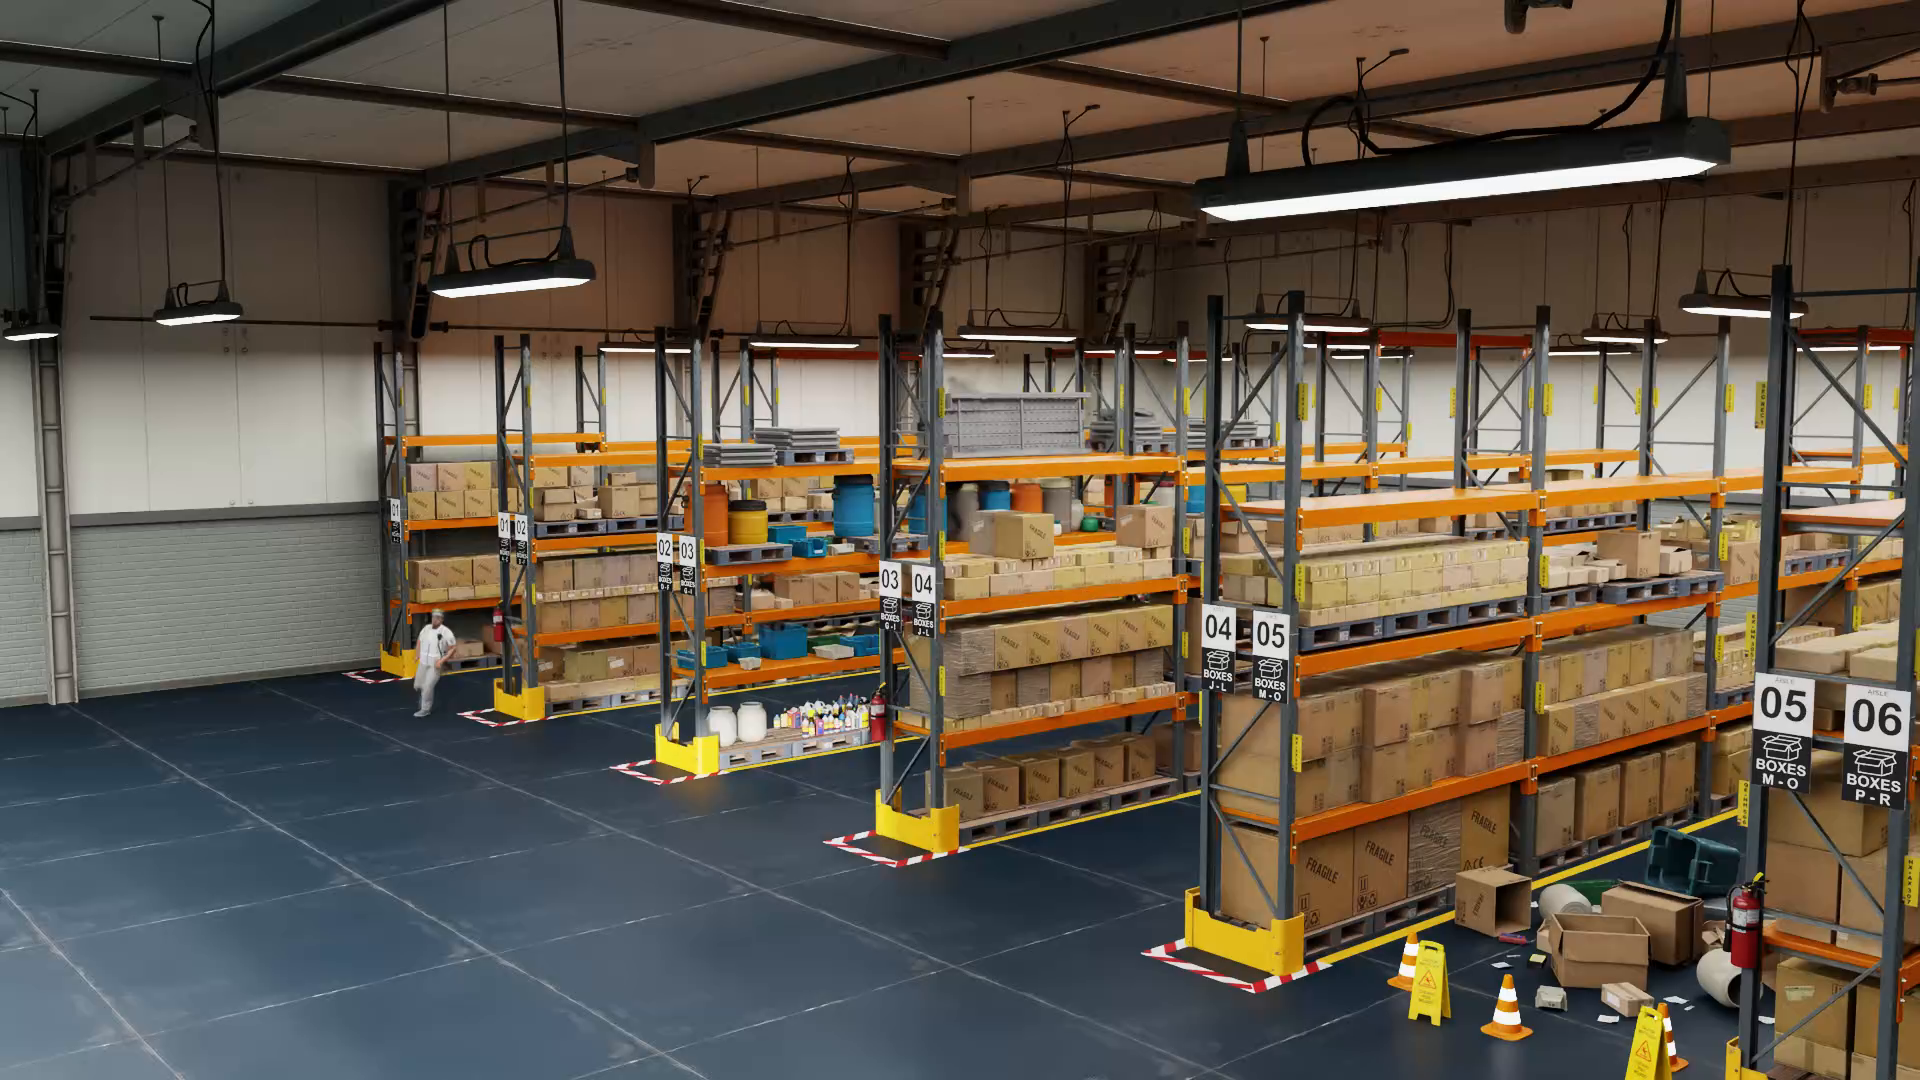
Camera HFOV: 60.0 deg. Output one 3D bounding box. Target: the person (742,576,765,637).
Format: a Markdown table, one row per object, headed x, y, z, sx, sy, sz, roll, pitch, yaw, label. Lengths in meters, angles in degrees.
| x | y | z | sx | sy | sz | roll | pitch | yaw | label |
| --- | --- | --- | --- | --- | --- | --- | --- | --- | --- |
| -3.874 | 1.494 | 31.371 | 0.575 | 1.652 | 0.559 | 5 | 7 | 41 | person |

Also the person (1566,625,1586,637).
| x | y | z | sx | sy | sz | roll | pitch | yaw | label |
| --- | --- | --- | --- | --- | --- | --- | --- | --- | --- |
| 9.277 | 2.021 | 25.054 | 0.589 | 1.720 | 0.678 | -5 | 7 | -44 | person |

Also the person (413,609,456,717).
| x | y | z | sx | sy | sz | roll | pitch | yaw | label |
| --- | --- | --- | --- | --- | --- | --- | --- | --- | --- |
| -8.307 | 1.926 | 26.247 | 0.699 | 1.707 | 0.550 | 1 | 5 | 8 | person |
